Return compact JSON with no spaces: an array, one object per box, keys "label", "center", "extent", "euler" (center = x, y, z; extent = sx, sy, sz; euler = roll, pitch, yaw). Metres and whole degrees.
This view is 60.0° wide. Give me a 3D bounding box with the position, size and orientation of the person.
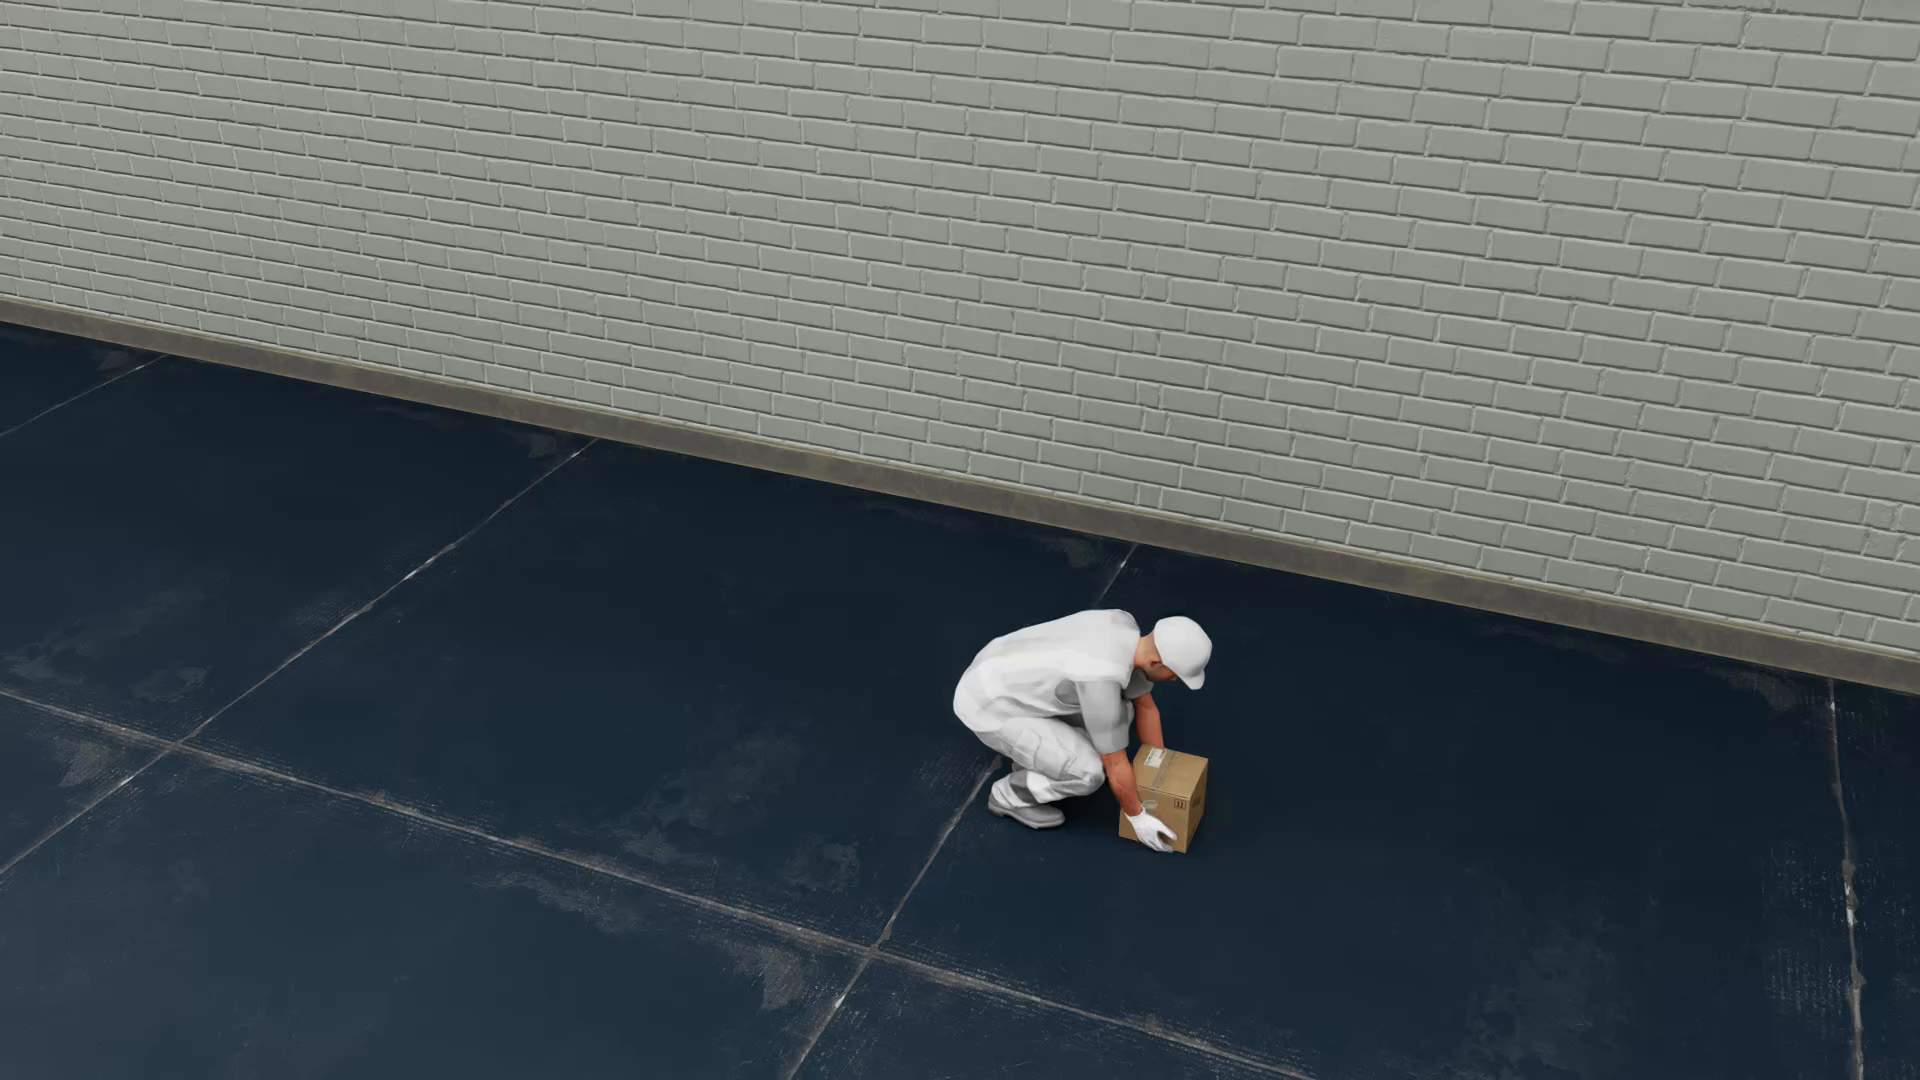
[{"label":"person","center":[0.433,0.613,5.987],"extent":[0.891,0.877,0.564],"euler":[11,31,19]}]
